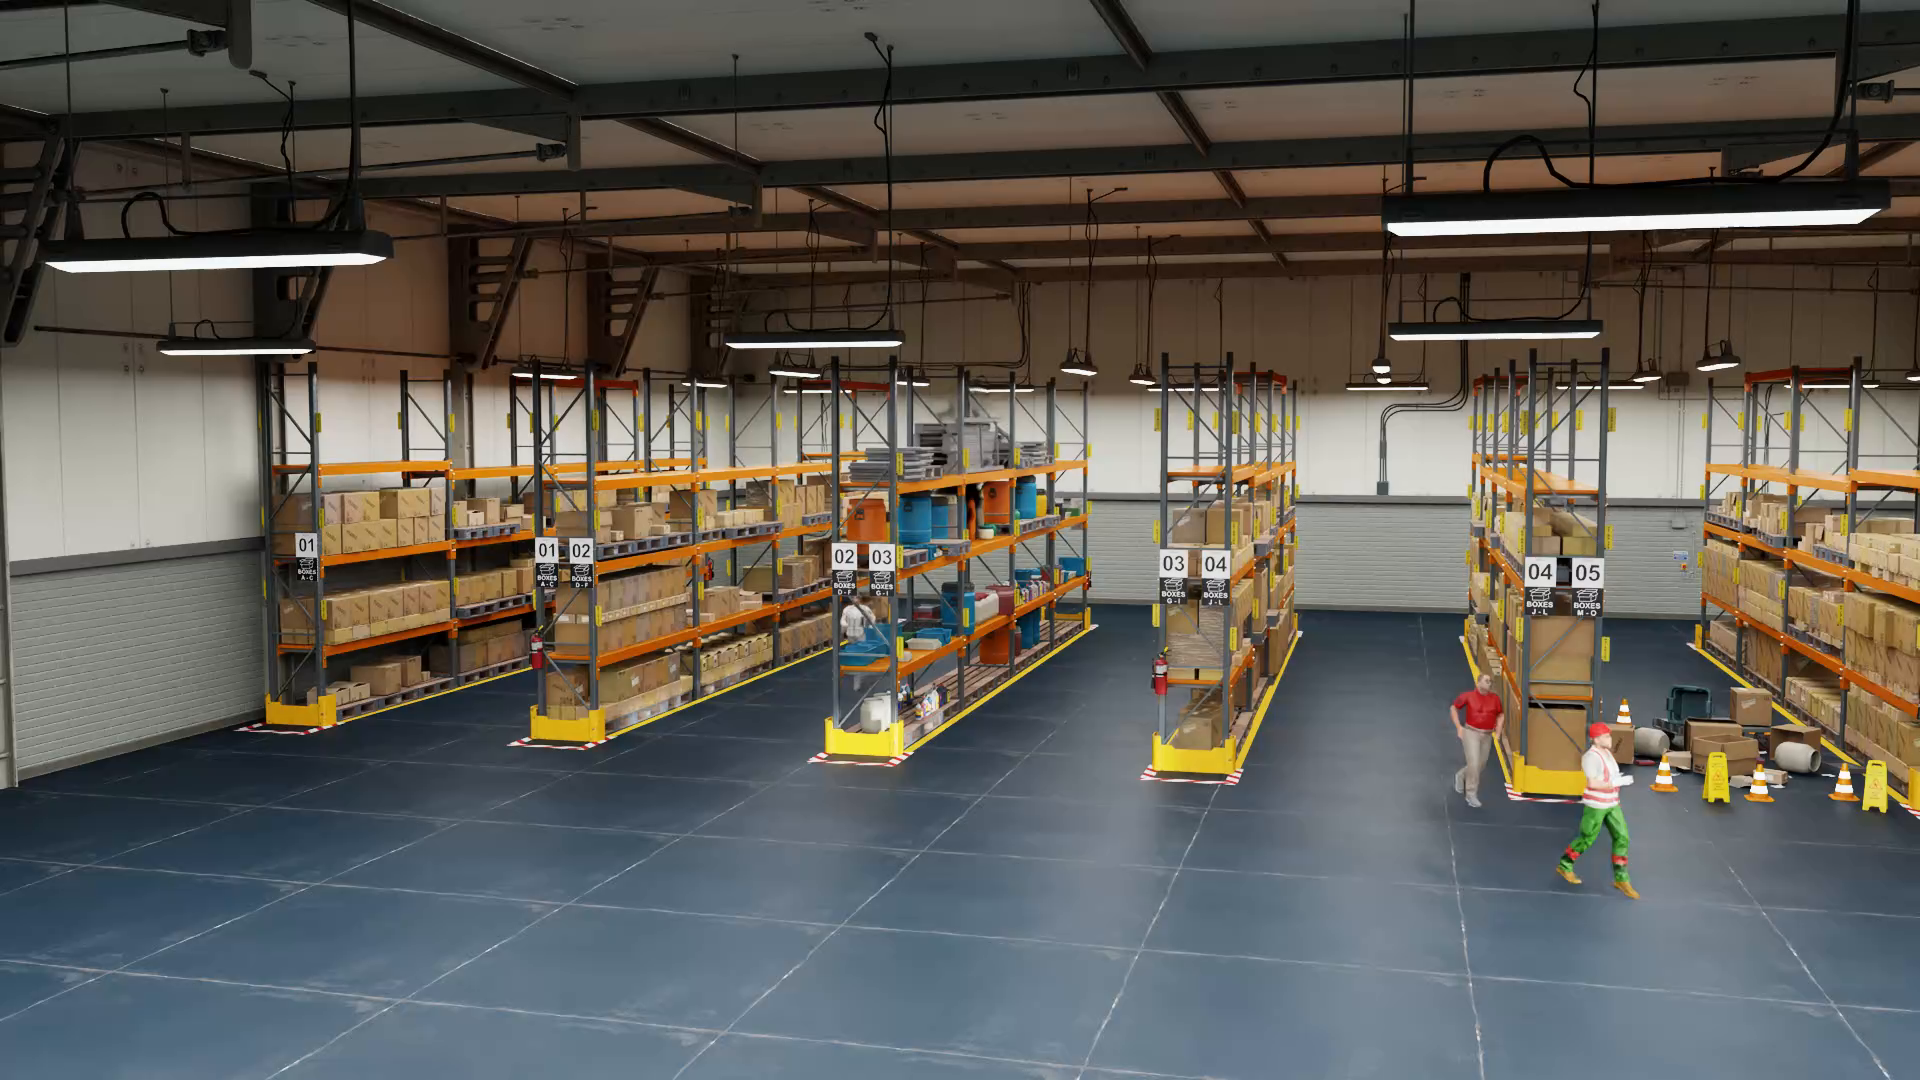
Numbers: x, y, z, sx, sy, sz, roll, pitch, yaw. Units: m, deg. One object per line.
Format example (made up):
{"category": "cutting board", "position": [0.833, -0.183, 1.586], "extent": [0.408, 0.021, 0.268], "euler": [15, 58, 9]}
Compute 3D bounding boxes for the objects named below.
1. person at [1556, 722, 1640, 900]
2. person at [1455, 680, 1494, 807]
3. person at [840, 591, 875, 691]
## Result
{"category": "person", "position": [6.810, 2.847, 17.679], "extent": [0.653, 1.828, 0.844], "euler": [-3, 5, -40]}
{"category": "person", "position": [6.828, 2.654, 22.022], "extent": [0.417, 1.649, 0.745], "euler": [-1, 4, -12]}
{"category": "person", "position": [-1.864, 1.771, 29.848], "extent": [0.596, 1.761, 0.740], "euler": [1, 4, 14]}
